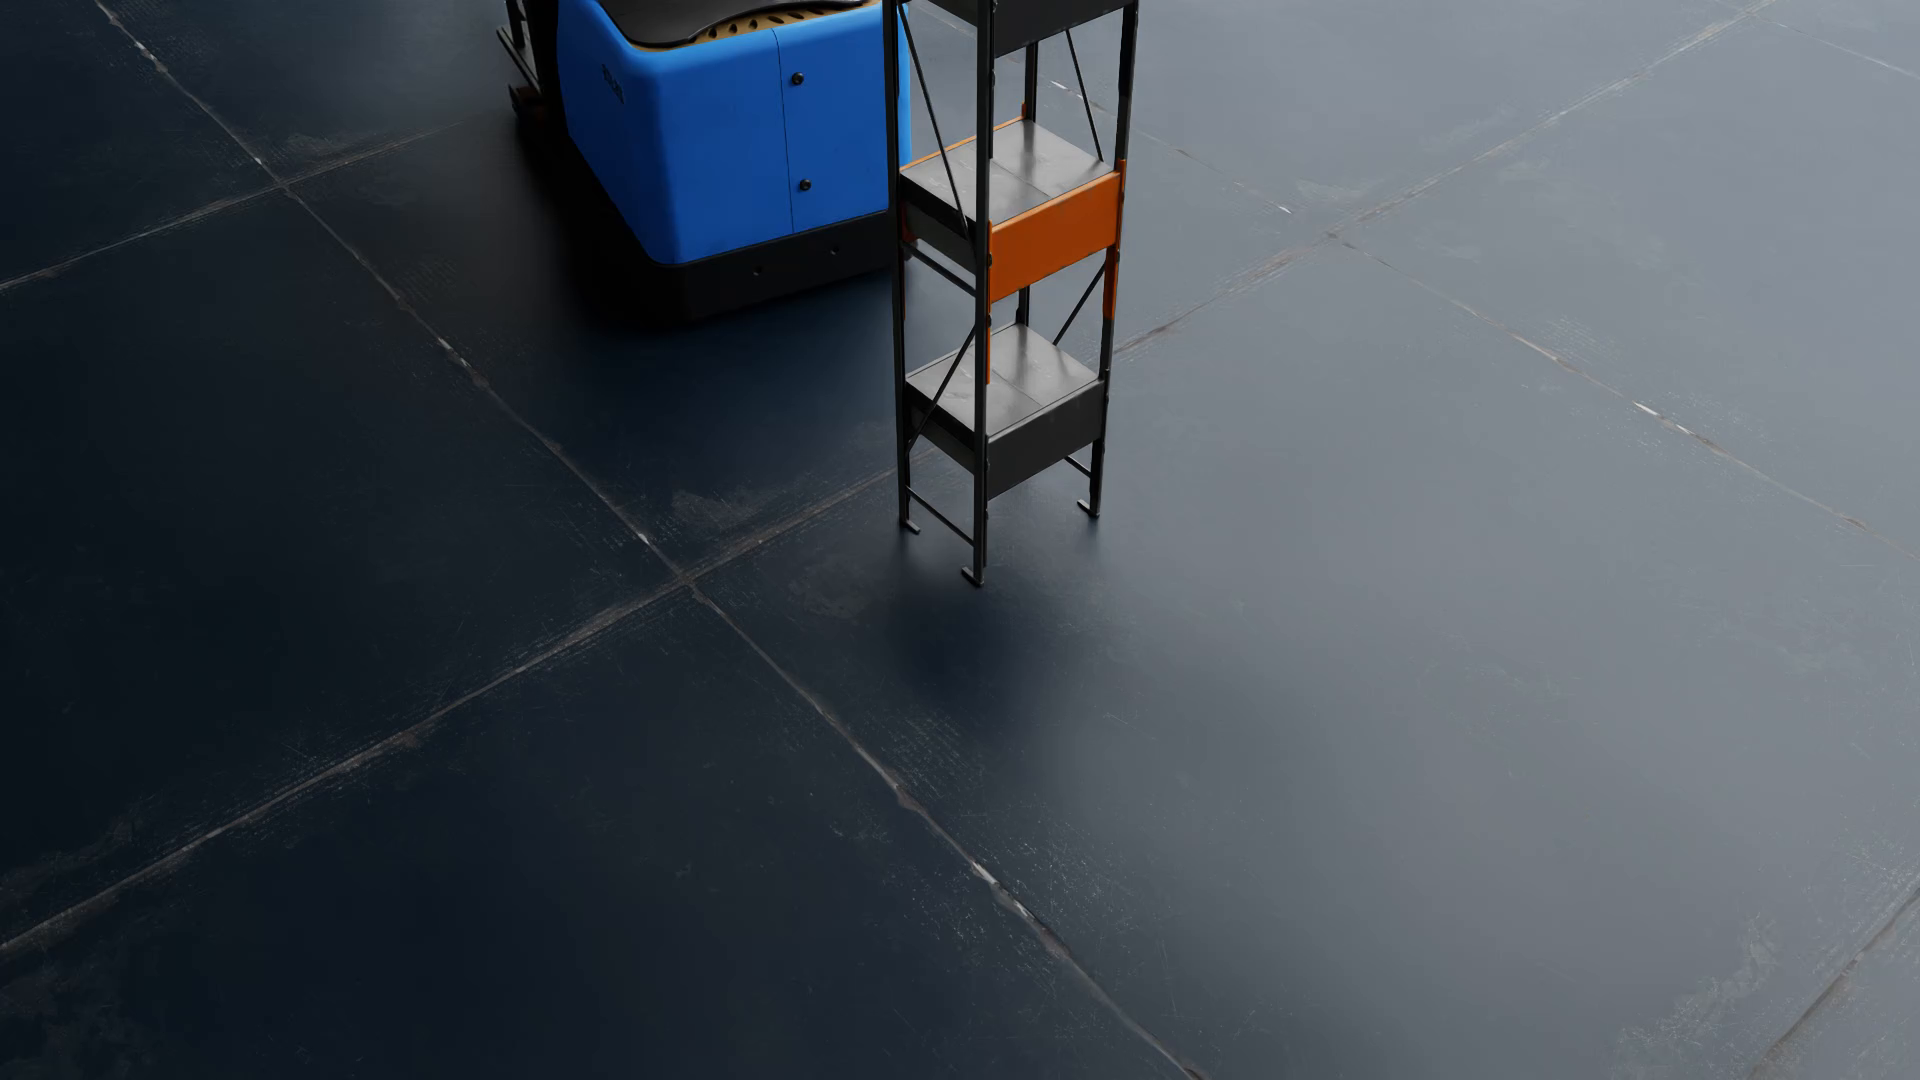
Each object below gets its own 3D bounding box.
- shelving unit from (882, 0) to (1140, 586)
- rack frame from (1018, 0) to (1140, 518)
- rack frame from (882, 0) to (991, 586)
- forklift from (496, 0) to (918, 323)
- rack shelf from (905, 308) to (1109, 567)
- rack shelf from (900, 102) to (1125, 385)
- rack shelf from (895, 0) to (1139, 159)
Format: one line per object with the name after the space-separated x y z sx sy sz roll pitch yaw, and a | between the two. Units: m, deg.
0.127 -0.838 4.609 0.503 2.100 0.431 -30 51 -28 | shelving unit
0.314 -0.945 4.723 0.015 2.100 0.400 -30 51 -28 | rack frame
-0.060 -0.731 4.494 0.015 2.100 0.400 -30 51 -28 | rack frame
-1.271 -2.857 6.151 1.130 2.935 3.031 -19 46 -19 | forklift
0.127 -0.318 5.097 0.480 0.518 0.431 -30 51 -28 | rack shelf
0.127 -0.828 4.618 0.480 0.518 0.431 -30 51 -28 | rack shelf
0.127 -1.338 4.139 0.480 0.518 0.431 -30 51 -28 | rack shelf
